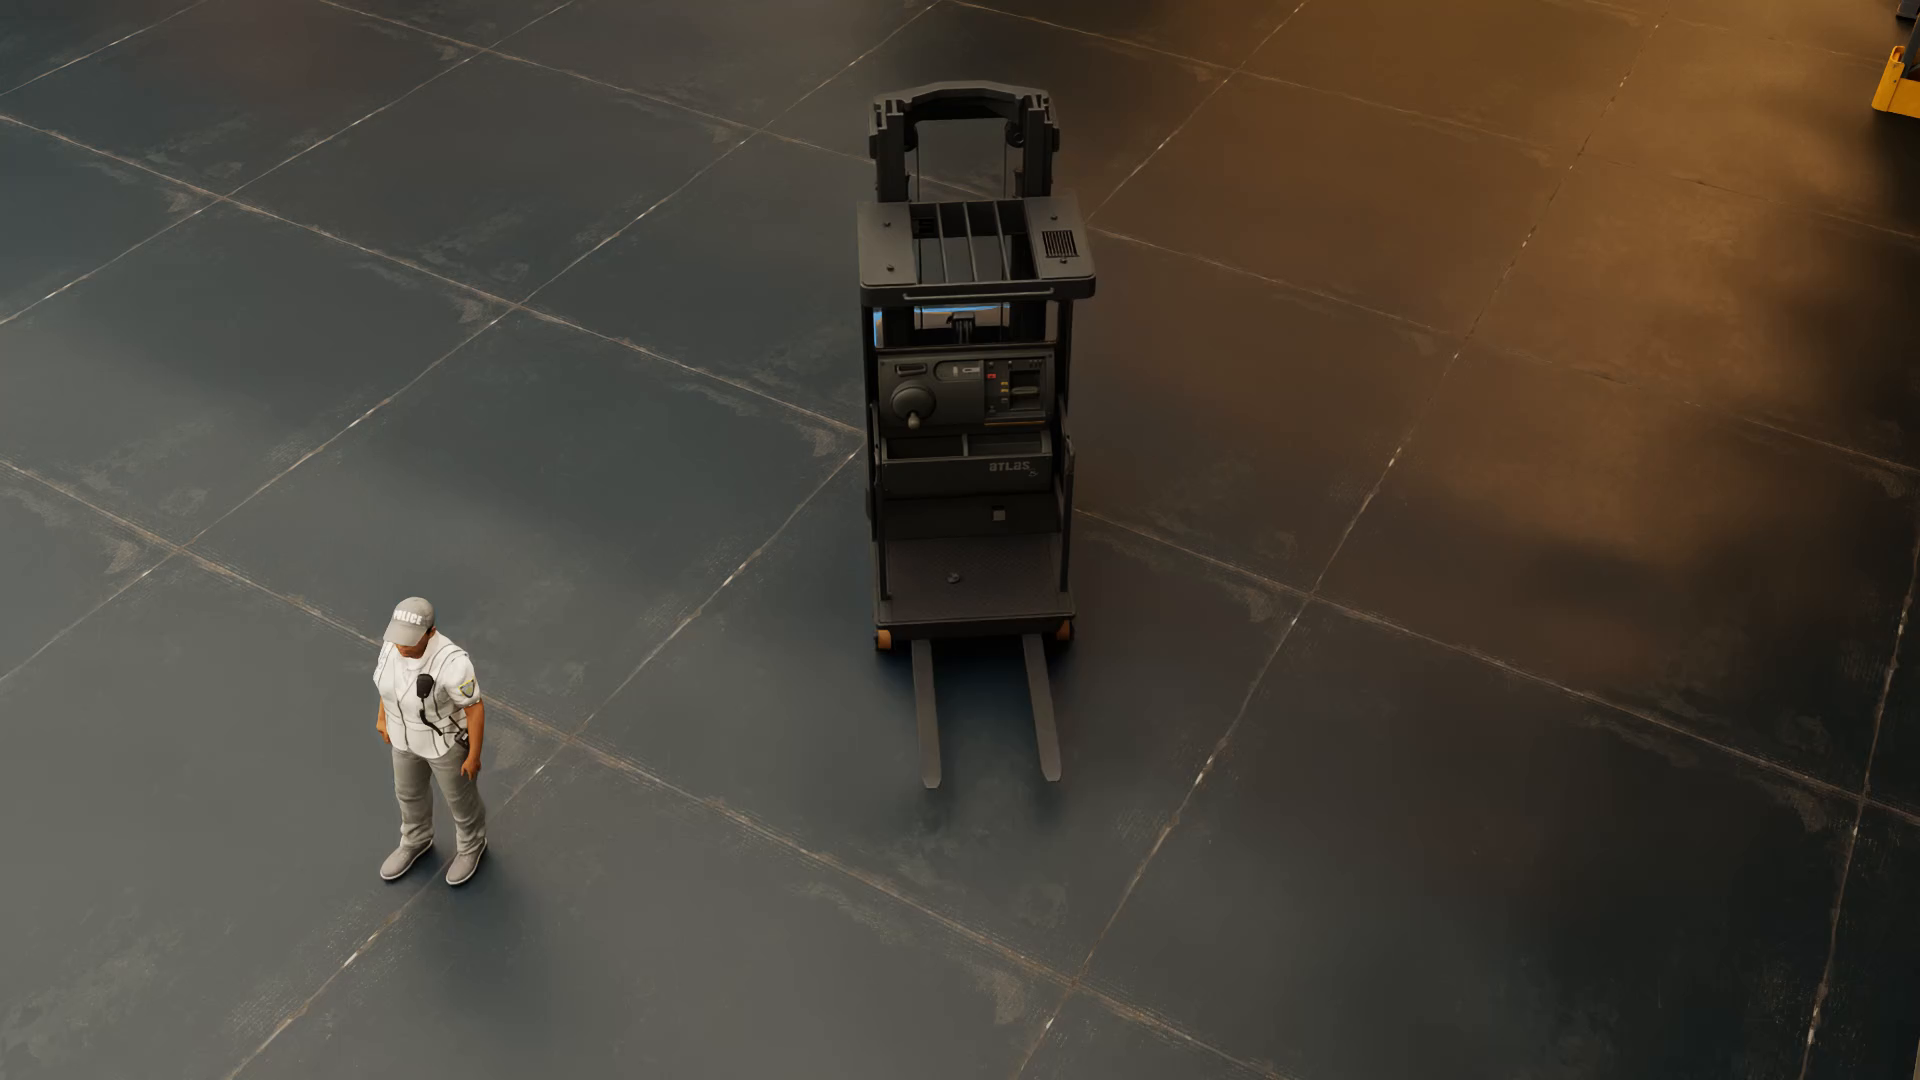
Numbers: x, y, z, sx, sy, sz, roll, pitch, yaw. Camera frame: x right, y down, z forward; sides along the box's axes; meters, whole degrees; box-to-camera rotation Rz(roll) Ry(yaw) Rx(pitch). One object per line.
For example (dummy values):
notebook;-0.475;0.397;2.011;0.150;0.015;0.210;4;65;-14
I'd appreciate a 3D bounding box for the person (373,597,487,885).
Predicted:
person;-2.484;0.952;7.679;0.598;1.670;0.530;17;45;18

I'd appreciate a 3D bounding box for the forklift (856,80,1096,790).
forklift;0.054;-0.709;8.600;1.130;2.935;3.031;-3;42;-3
